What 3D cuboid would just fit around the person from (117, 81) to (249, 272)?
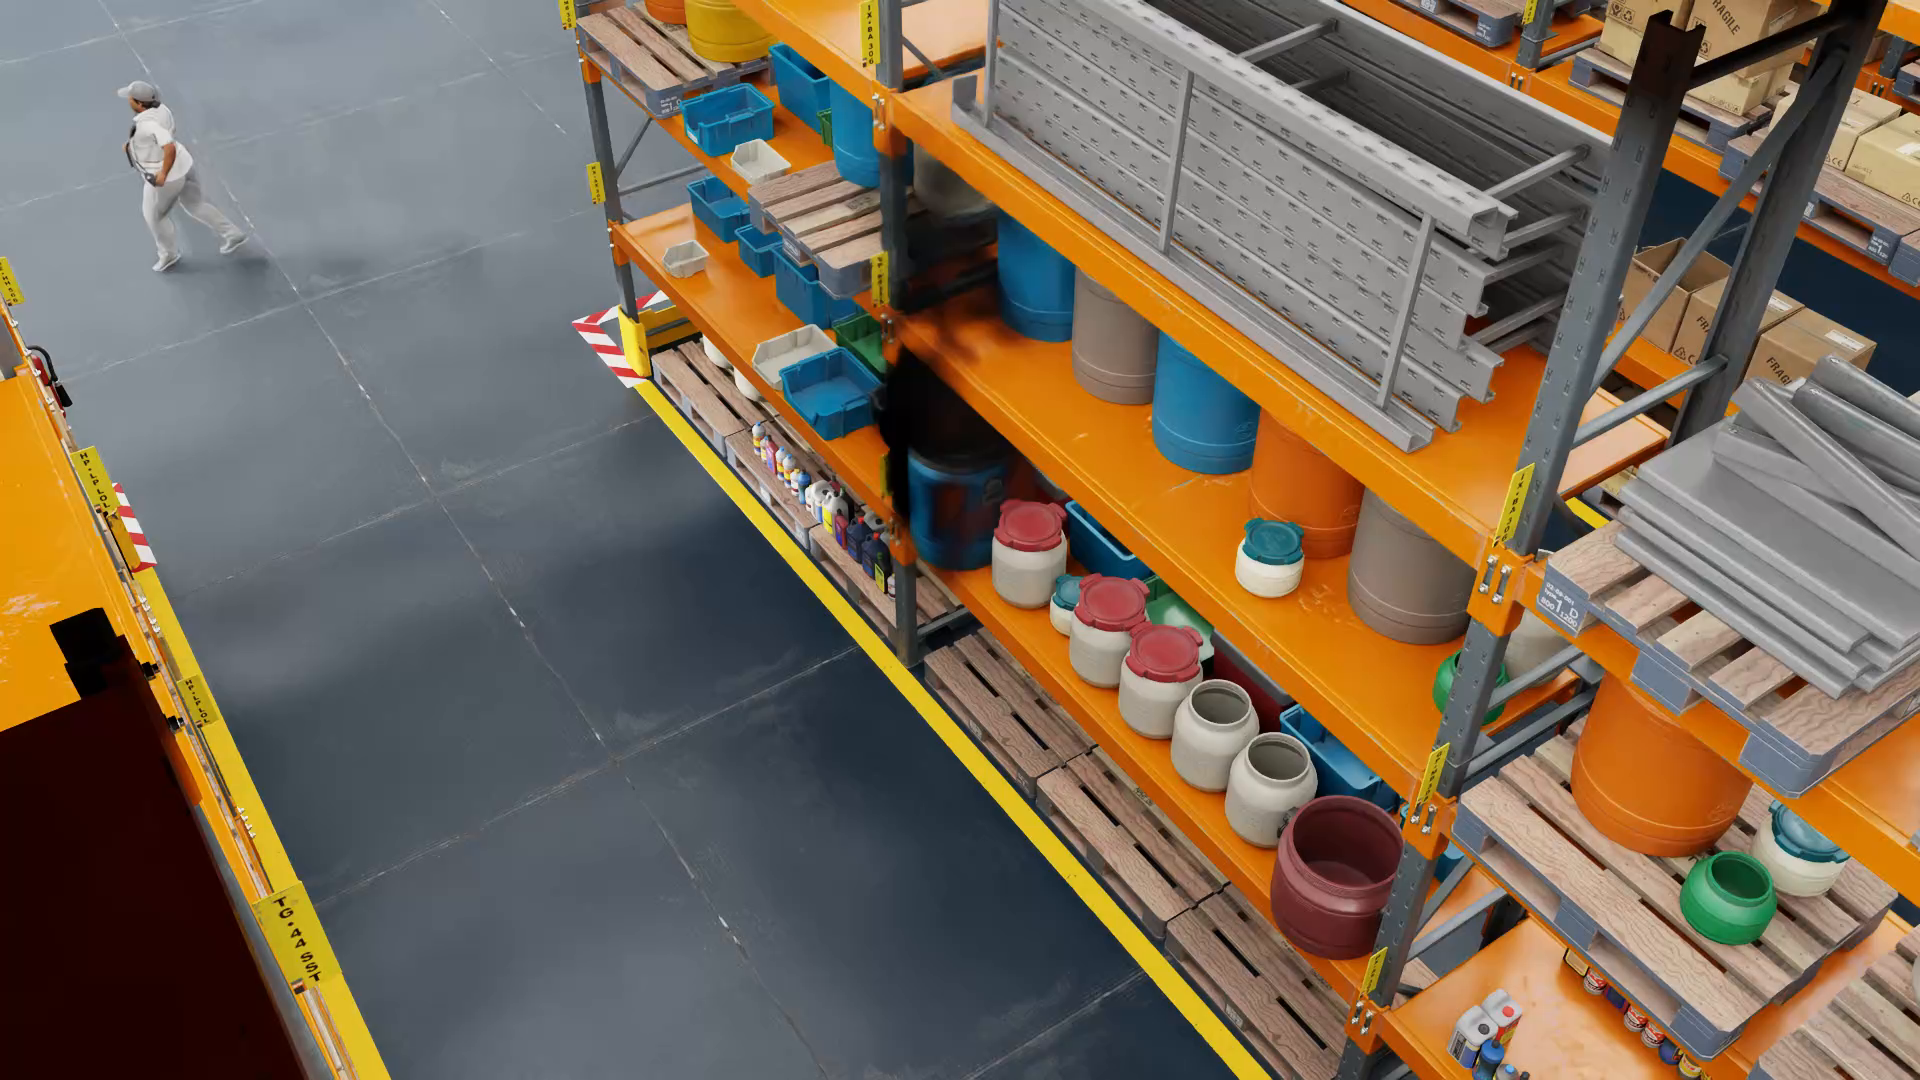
[{"bbox_3d":[-6.533,-3.007,13.814,0.835,1.716,0.609,1,43,1],"label":"person"}]
